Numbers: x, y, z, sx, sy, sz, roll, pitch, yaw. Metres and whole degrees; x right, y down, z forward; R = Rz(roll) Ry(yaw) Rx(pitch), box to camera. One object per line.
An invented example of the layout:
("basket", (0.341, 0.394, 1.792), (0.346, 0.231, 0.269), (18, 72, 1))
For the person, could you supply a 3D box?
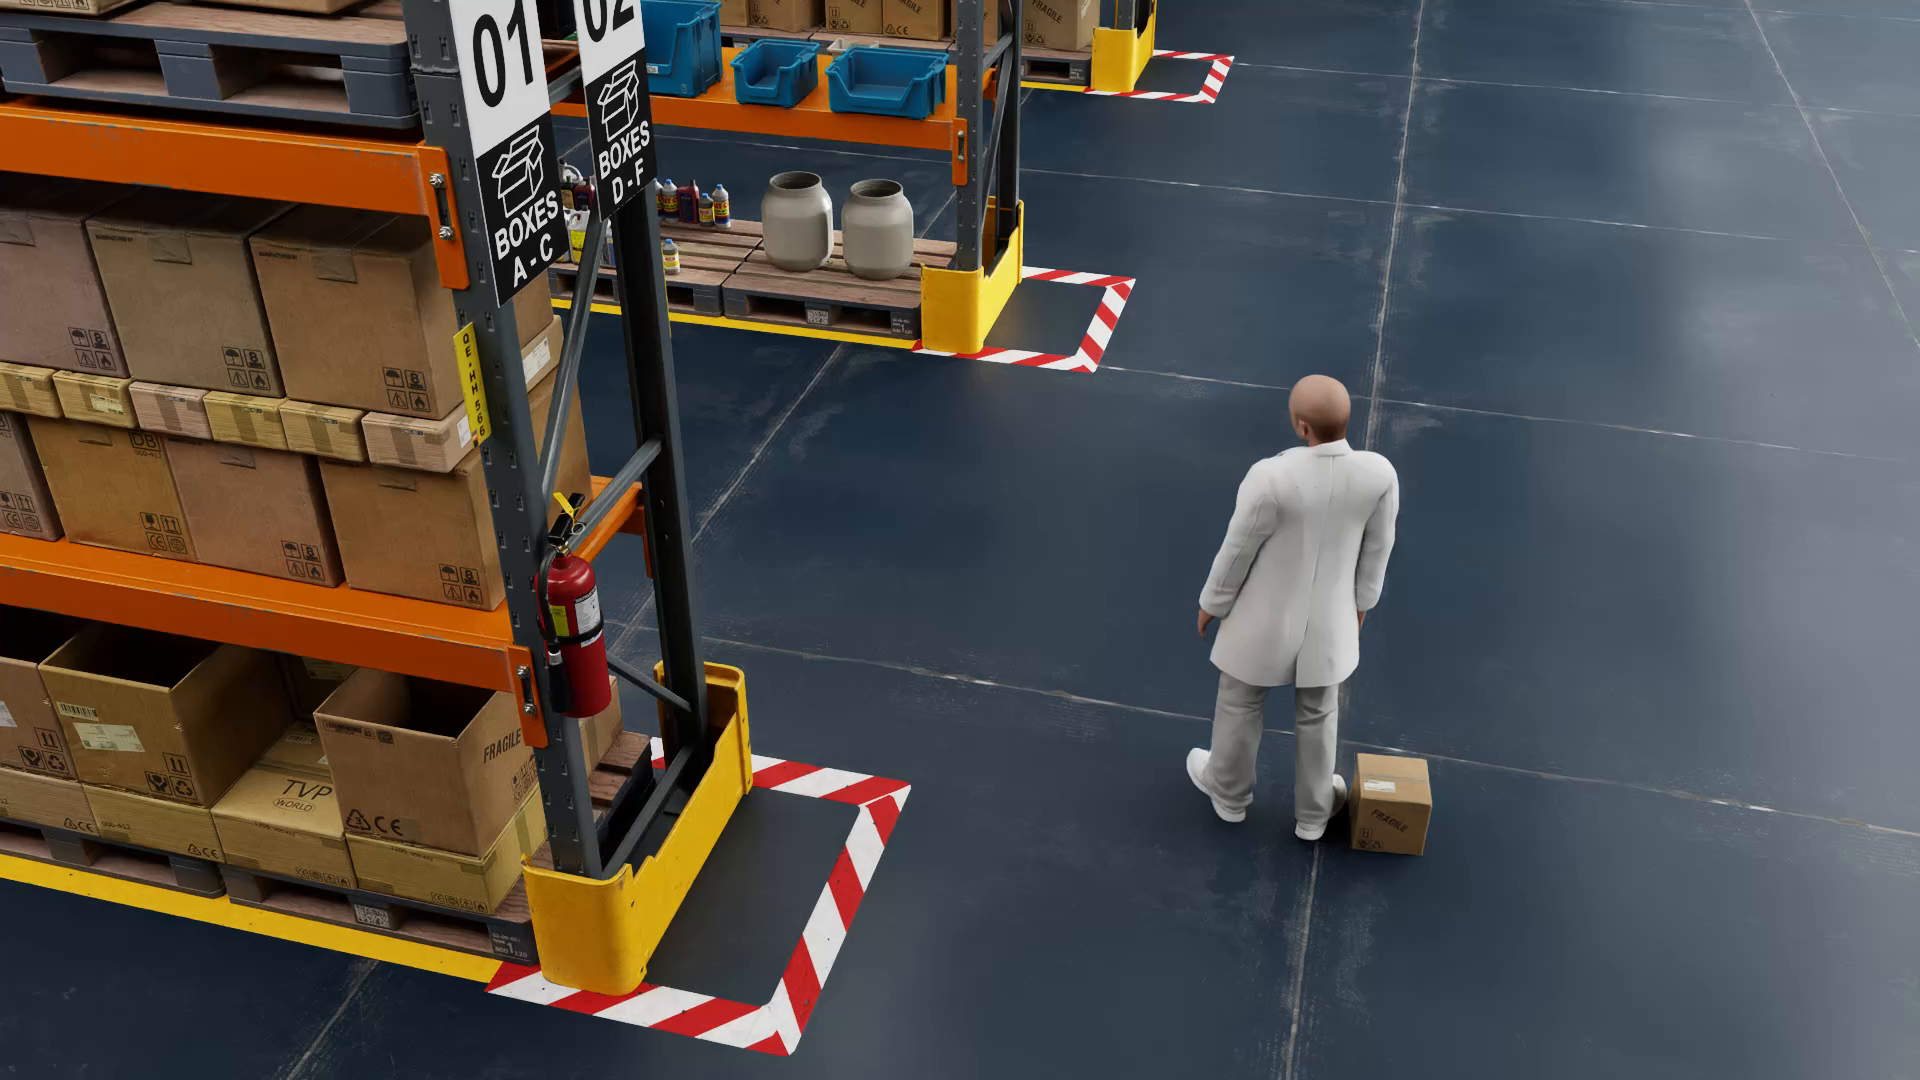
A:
("person", (1.132, 0.226, 5.738), (0.649, 1.787, 0.504), (-5, 33, -7))
